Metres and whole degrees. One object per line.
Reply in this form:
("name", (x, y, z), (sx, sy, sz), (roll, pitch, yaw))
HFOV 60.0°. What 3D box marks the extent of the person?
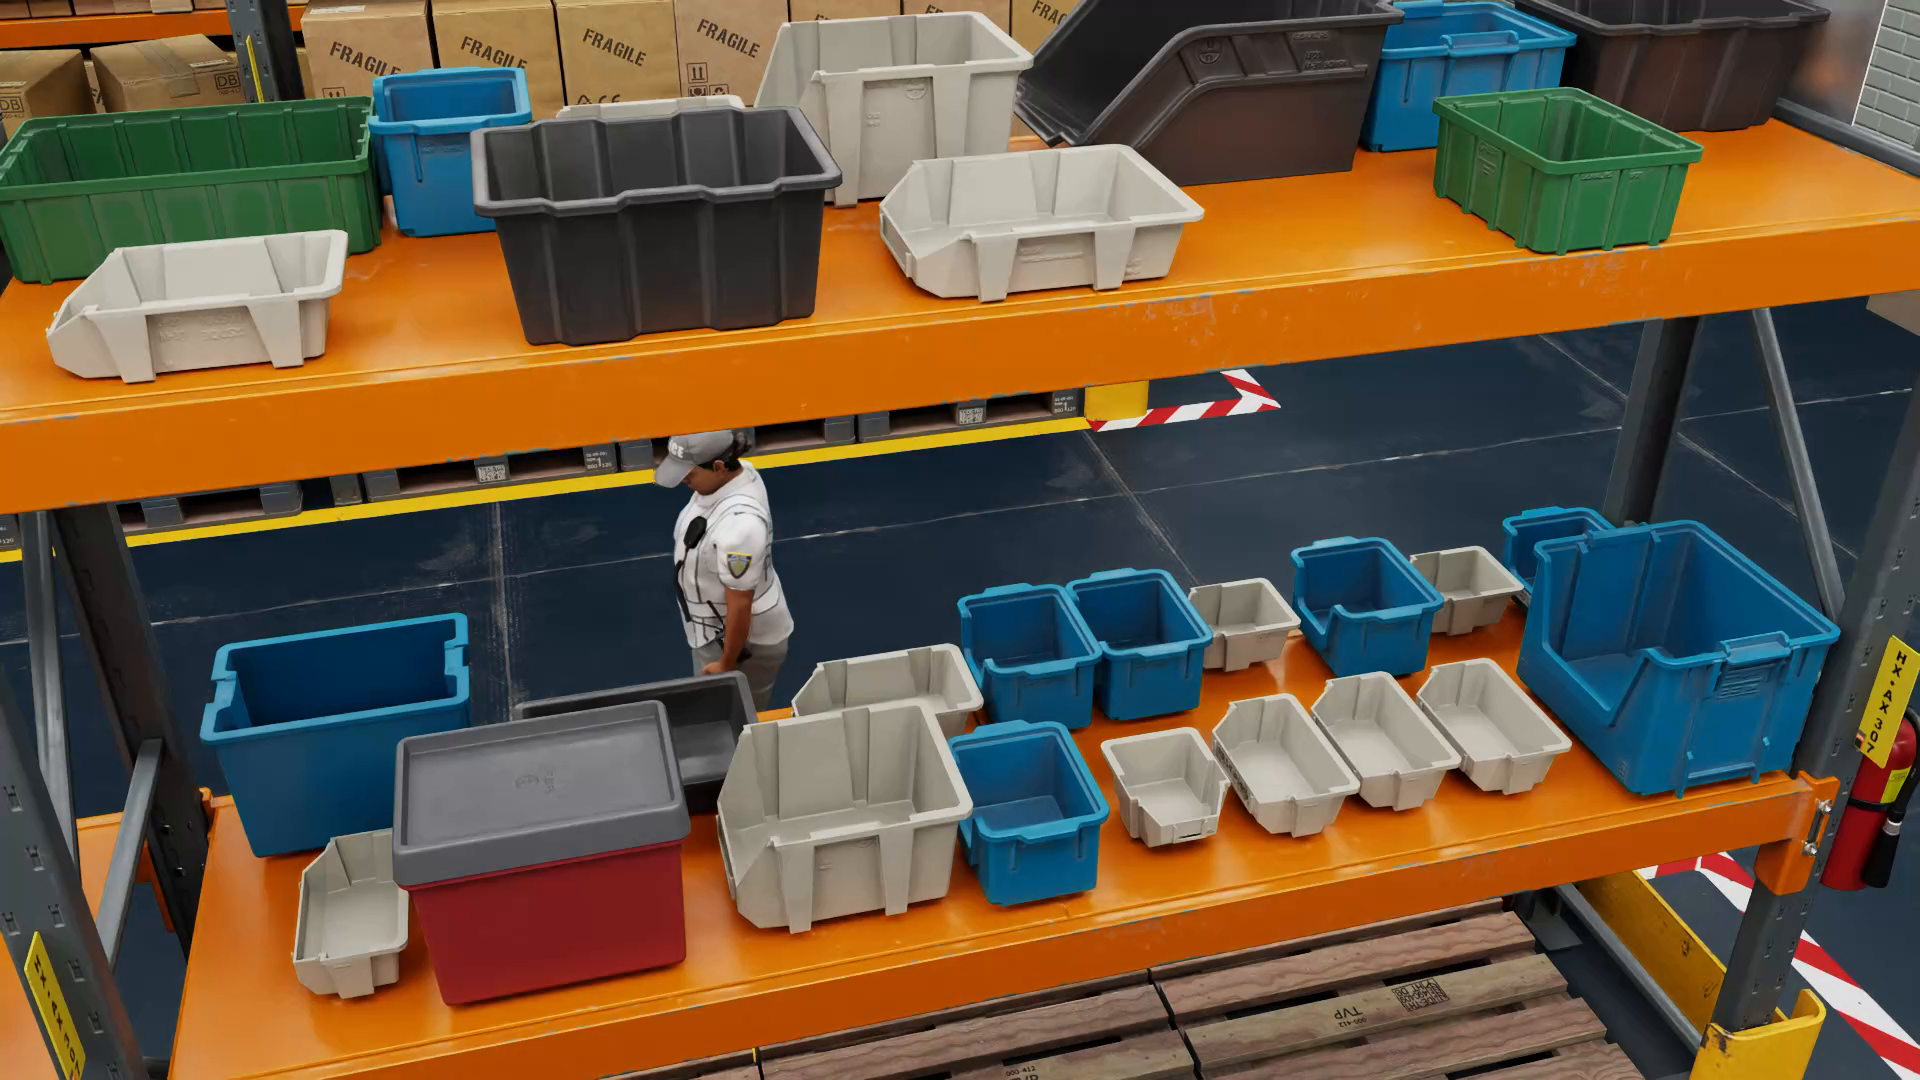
("person", (-0.768, 0.326, 5.601), (0.409, 1.650, 0.478), (-7, 31, -12))
